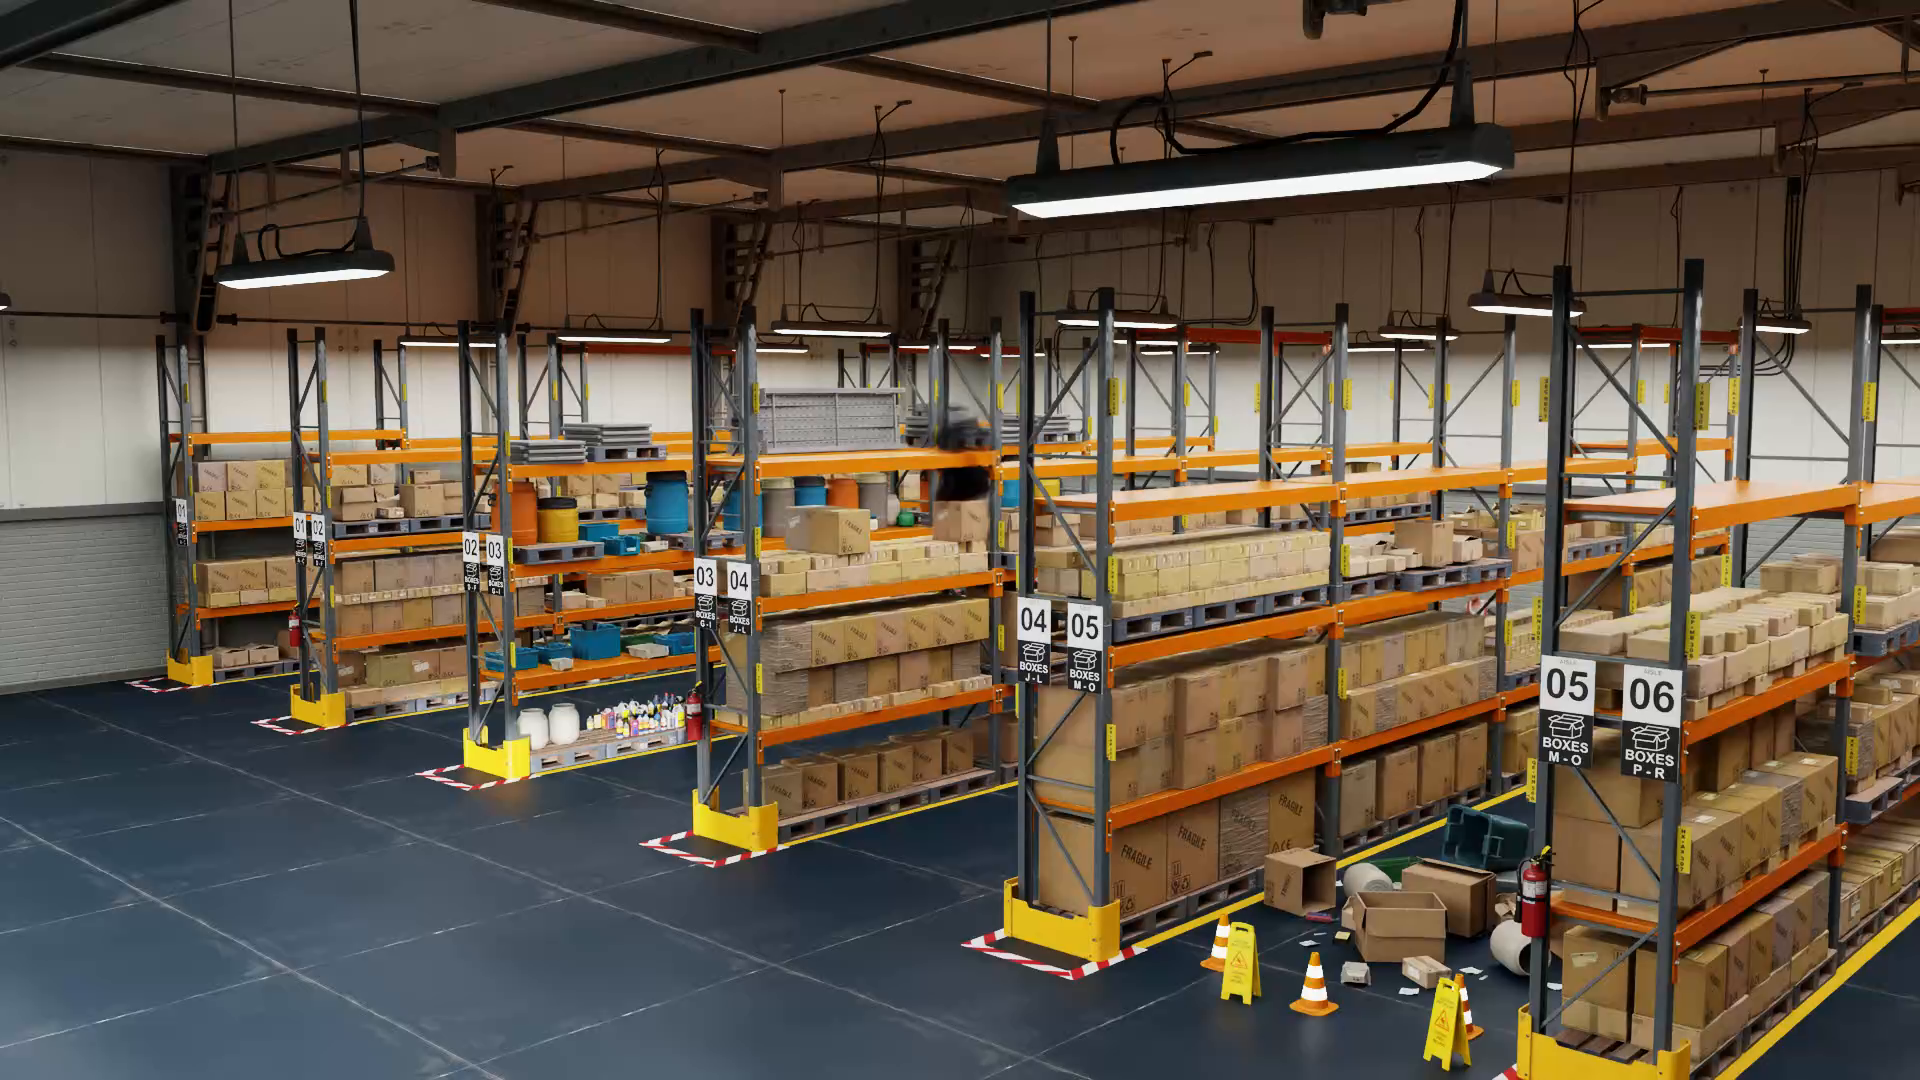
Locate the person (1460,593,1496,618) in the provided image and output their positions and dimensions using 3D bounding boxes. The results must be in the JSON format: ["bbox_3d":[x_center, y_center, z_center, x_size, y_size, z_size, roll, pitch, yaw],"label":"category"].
[{"bbox_3d":[8.883,1.637,28.442,0.739,1.711,0.551,4,7,37],"label":"person"}]

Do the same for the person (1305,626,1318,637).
[{"bbox_3d":[5.114,2.056,24.206,0.640,1.673,0.596,5,7,42],"label":"person"}]
